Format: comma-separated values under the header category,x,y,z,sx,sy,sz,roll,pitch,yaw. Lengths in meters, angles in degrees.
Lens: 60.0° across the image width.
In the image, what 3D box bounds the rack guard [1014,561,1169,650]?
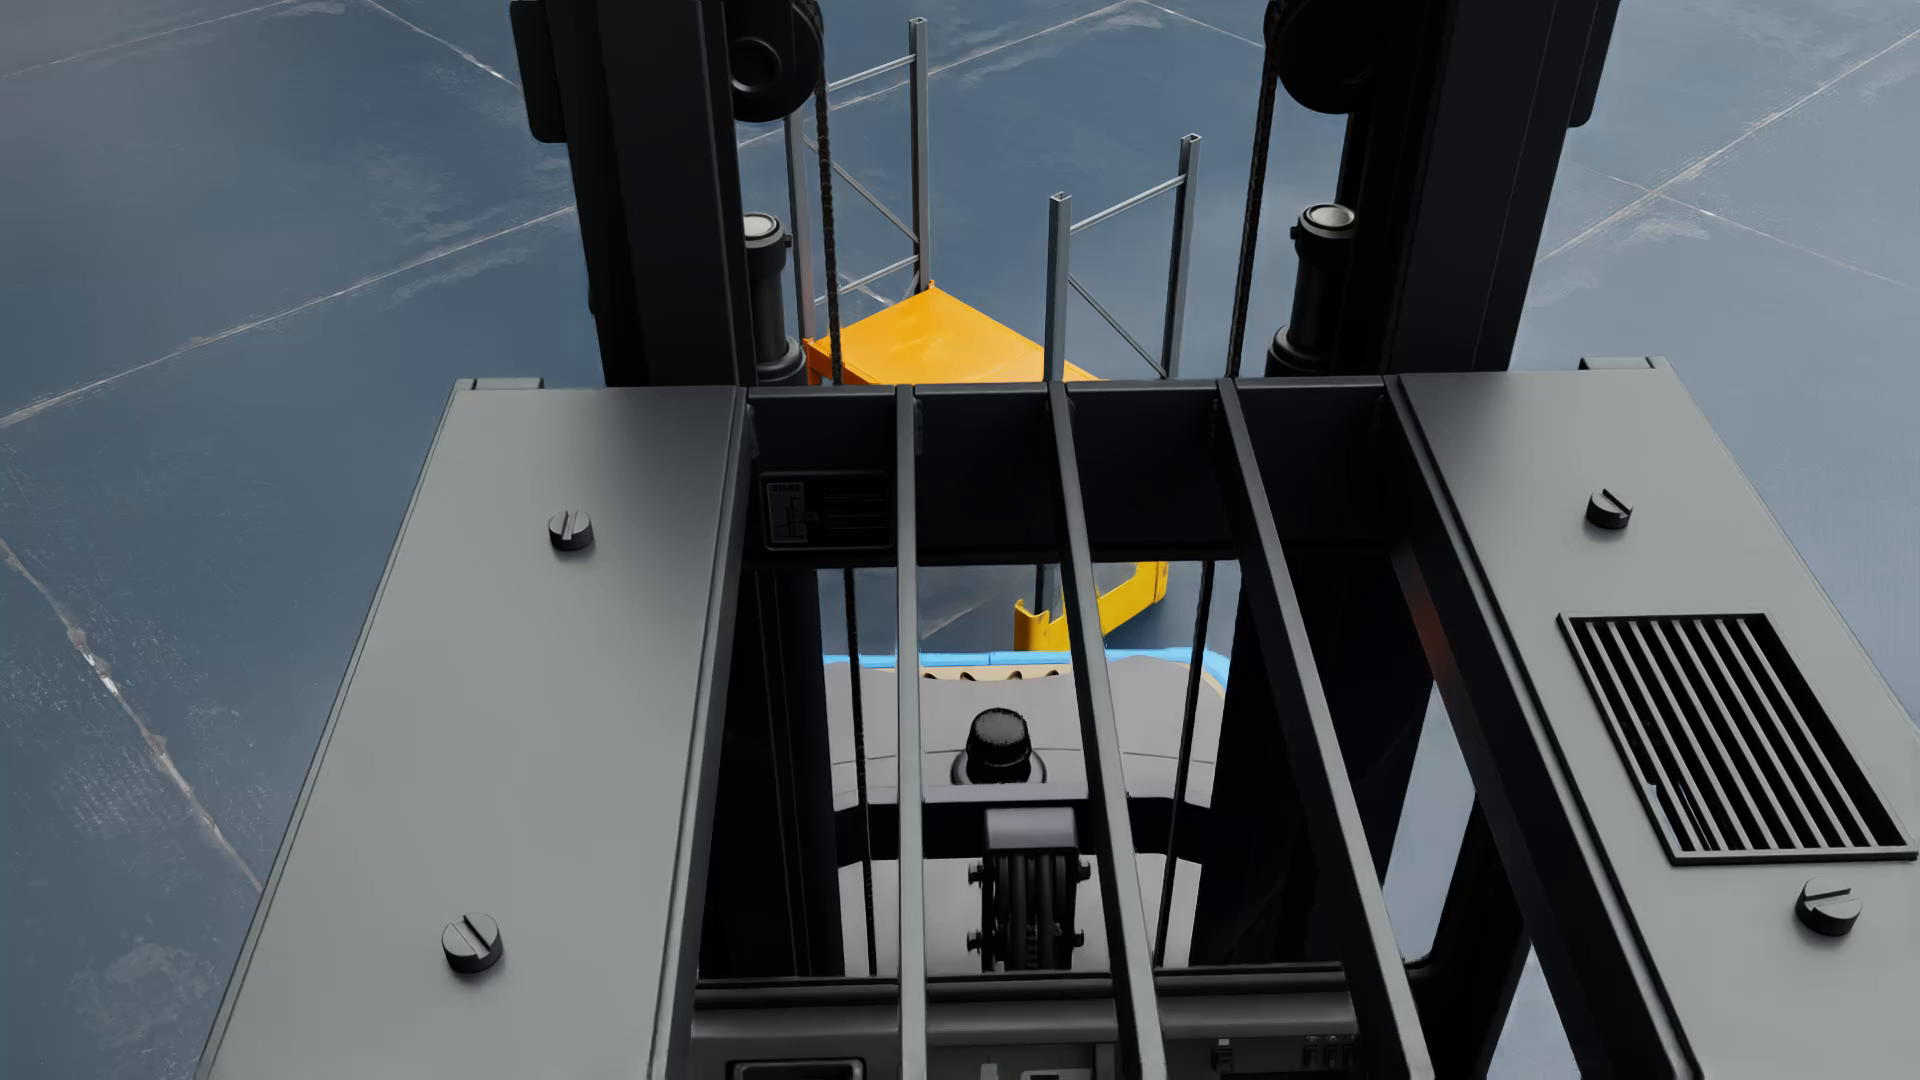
category,x,y,z,sx,sy,sz,roll,pitch,yaw
rack guard,0.388,0.169,4.842,0.587,0.250,0.087,-30,48,-32

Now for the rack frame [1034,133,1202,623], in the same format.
category,x,y,z,sx,sy,sz,roll,pitch,yaw
rack frame,0.402,-0.309,4.439,0.500,1.500,0.032,-30,48,-32

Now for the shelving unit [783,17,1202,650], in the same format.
category,x,y,z,sx,sy,sz,roll,pitch,yaw
shelving unit,0.052,-0.548,4.735,0.587,1.500,1.083,-30,48,-32

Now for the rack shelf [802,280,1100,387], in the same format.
category,x,y,z,sx,sy,sz,roll,pitch,yaw
rack shelf,0.058,-0.404,4.843,0.538,0.185,1.000,-30,48,-32

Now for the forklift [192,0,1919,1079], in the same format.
category,x,y,z,sx,sy,sz,roll,pitch,yaw
forklift,0.105,0.836,1.882,1.130,2.935,3.031,-1,39,-1

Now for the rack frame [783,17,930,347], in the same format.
category,x,y,z,sx,sy,sz,roll,pitch,yaw
rack frame,-0.286,-0.779,5.021,0.500,1.500,0.032,-30,48,-32
